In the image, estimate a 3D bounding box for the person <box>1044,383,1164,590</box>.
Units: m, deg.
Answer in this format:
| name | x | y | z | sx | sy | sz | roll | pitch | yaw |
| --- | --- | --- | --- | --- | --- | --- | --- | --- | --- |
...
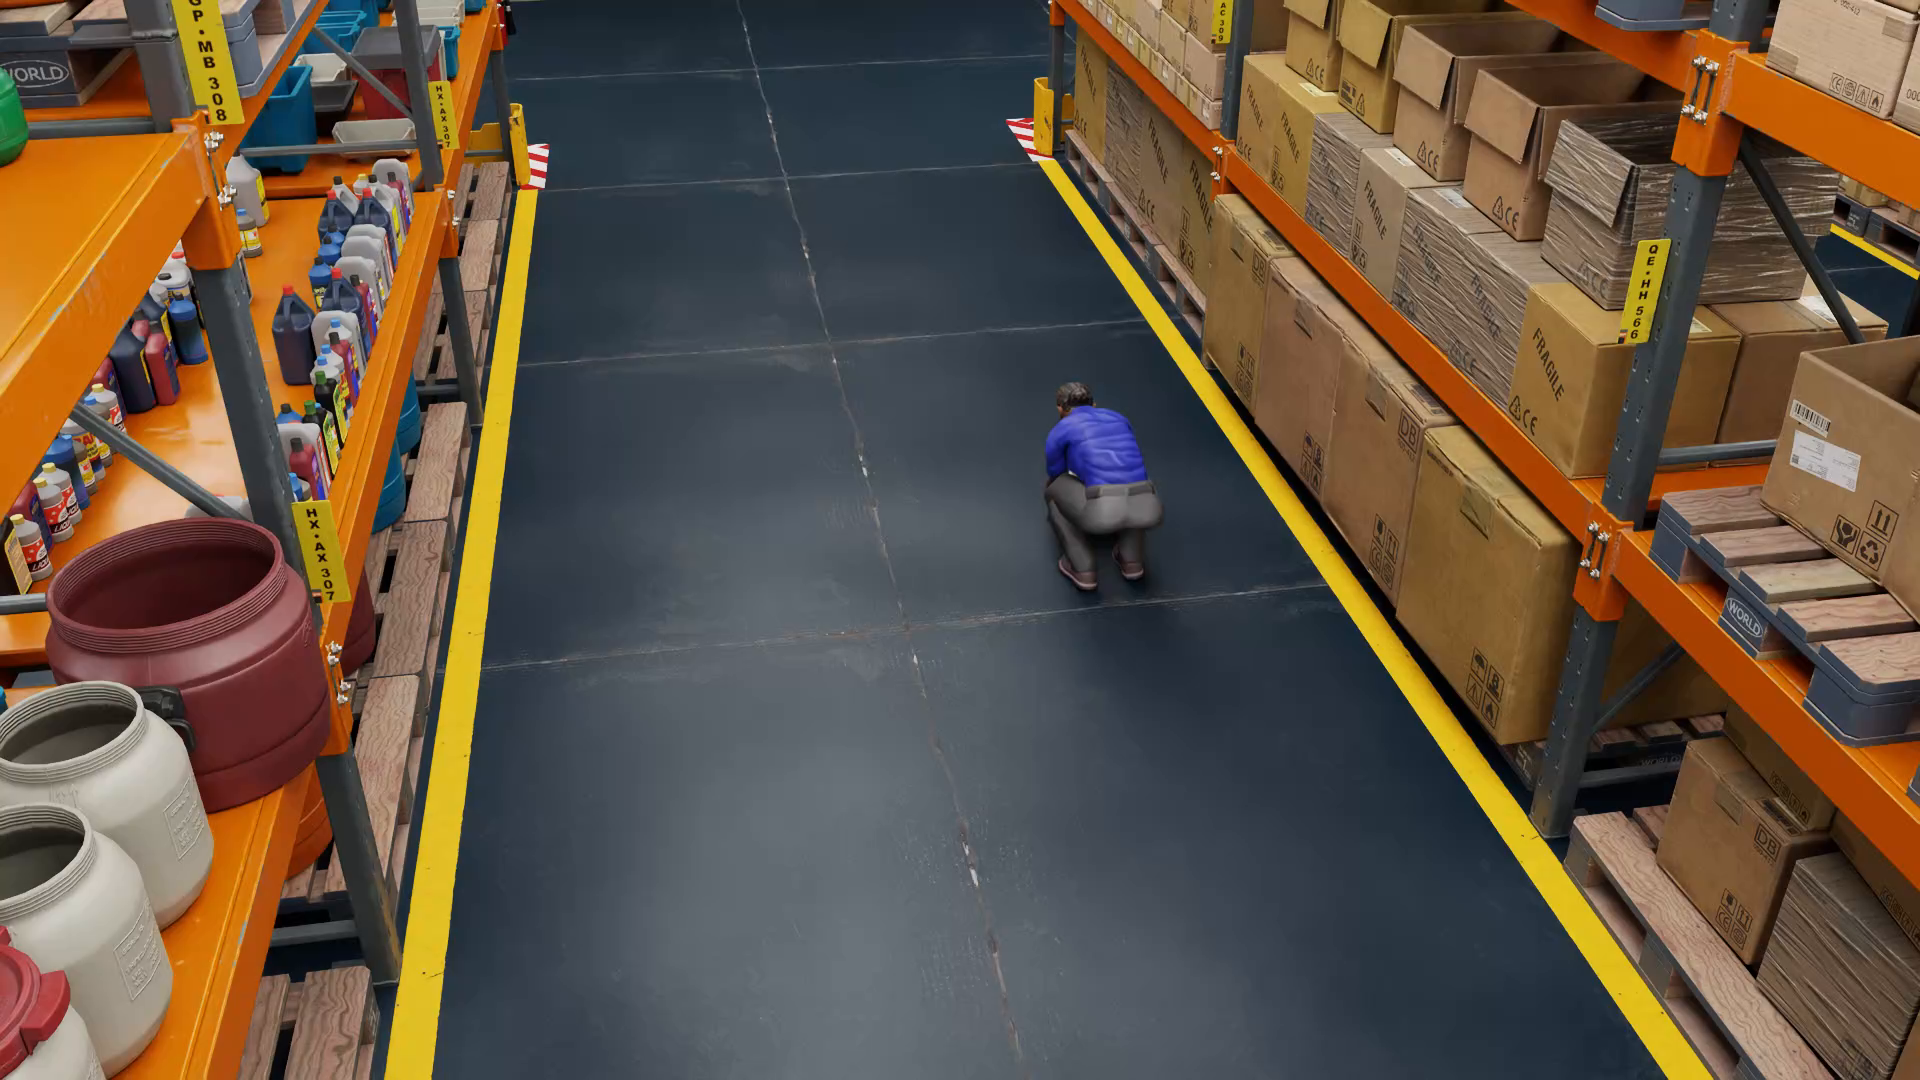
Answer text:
| name | x | y | z | sx | sy | sz | roll | pitch | yaw |
| --- | --- | --- | --- | --- | --- | --- | --- | --- | --- |
| person | 0.620 | -0.221 | 7.452 | 0.460 | 0.790 | 0.838 | -6 | 31 | -10 |
